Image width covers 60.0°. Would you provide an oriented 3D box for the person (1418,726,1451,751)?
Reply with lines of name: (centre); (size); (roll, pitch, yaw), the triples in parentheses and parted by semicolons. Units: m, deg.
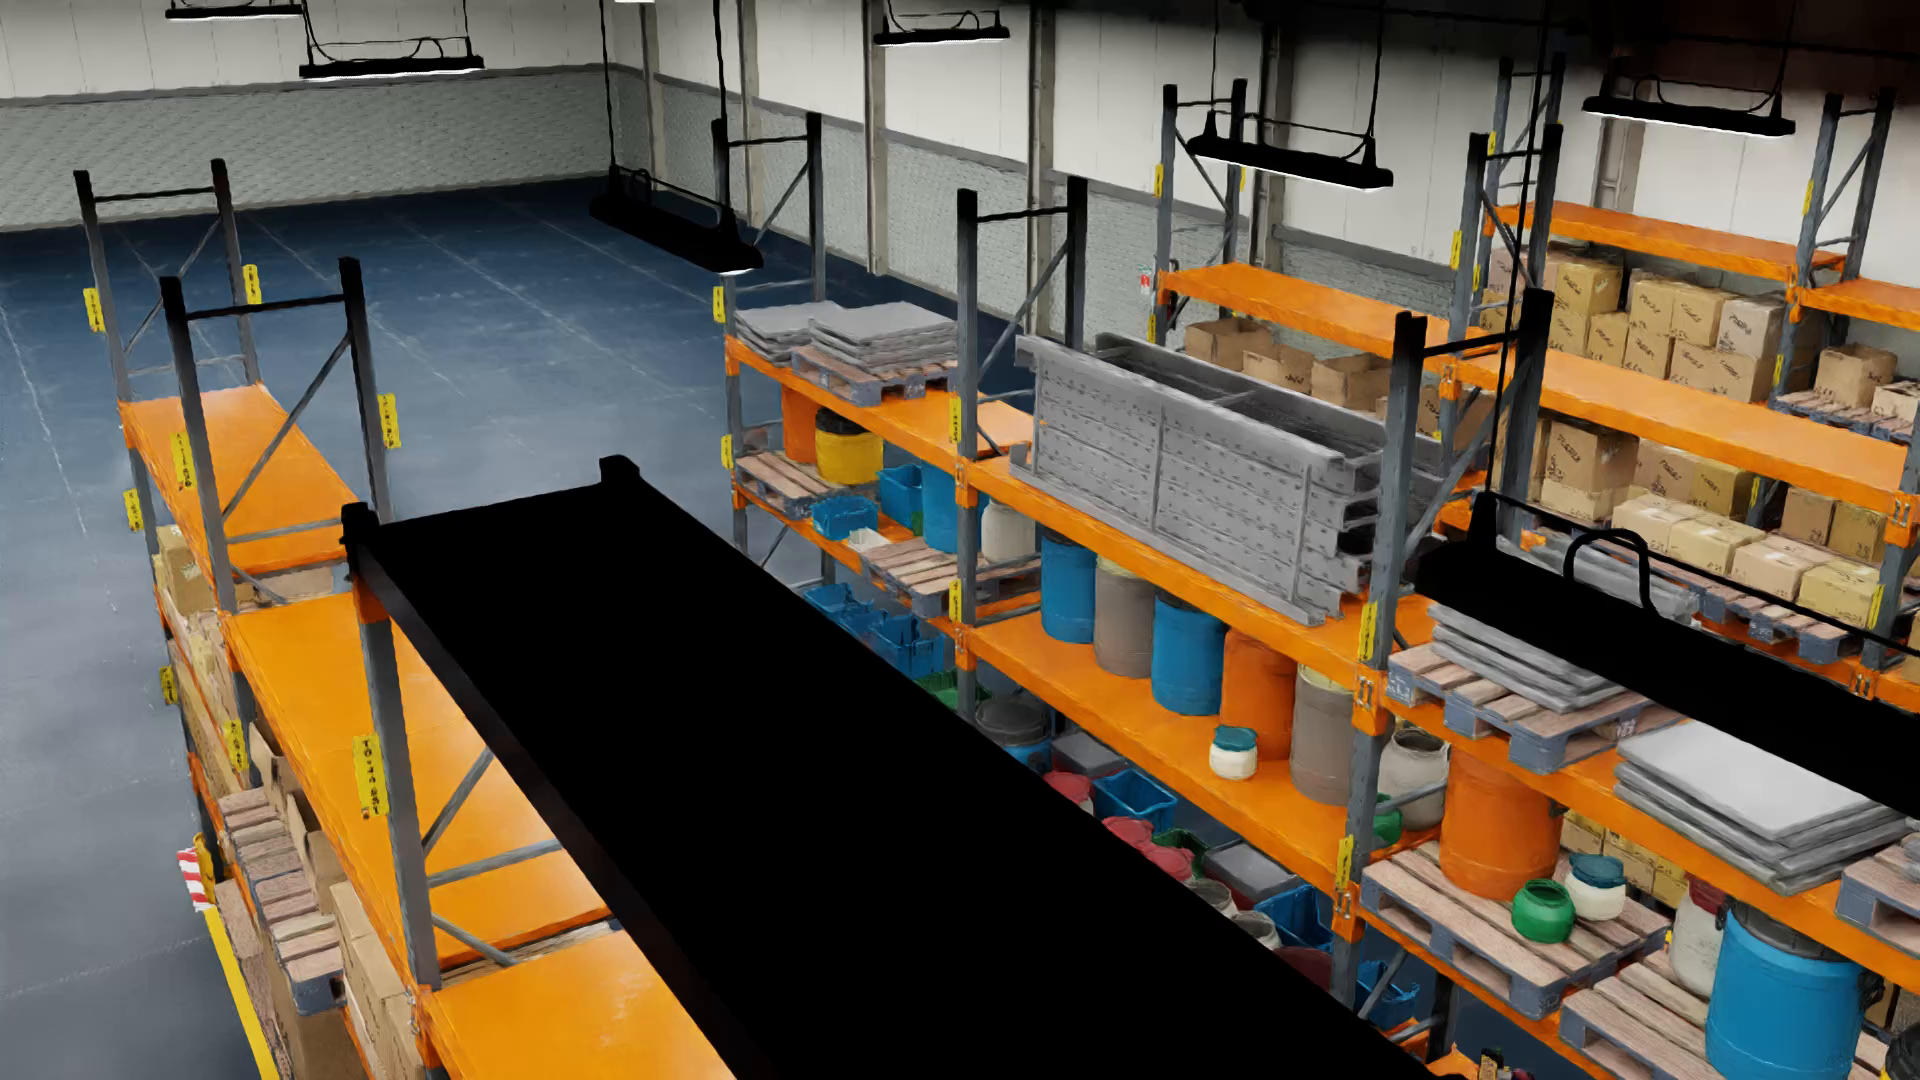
person: (3.943, 2.005, 14.071); (0.538, 1.715, 1.026); (-17, 27, -36)
